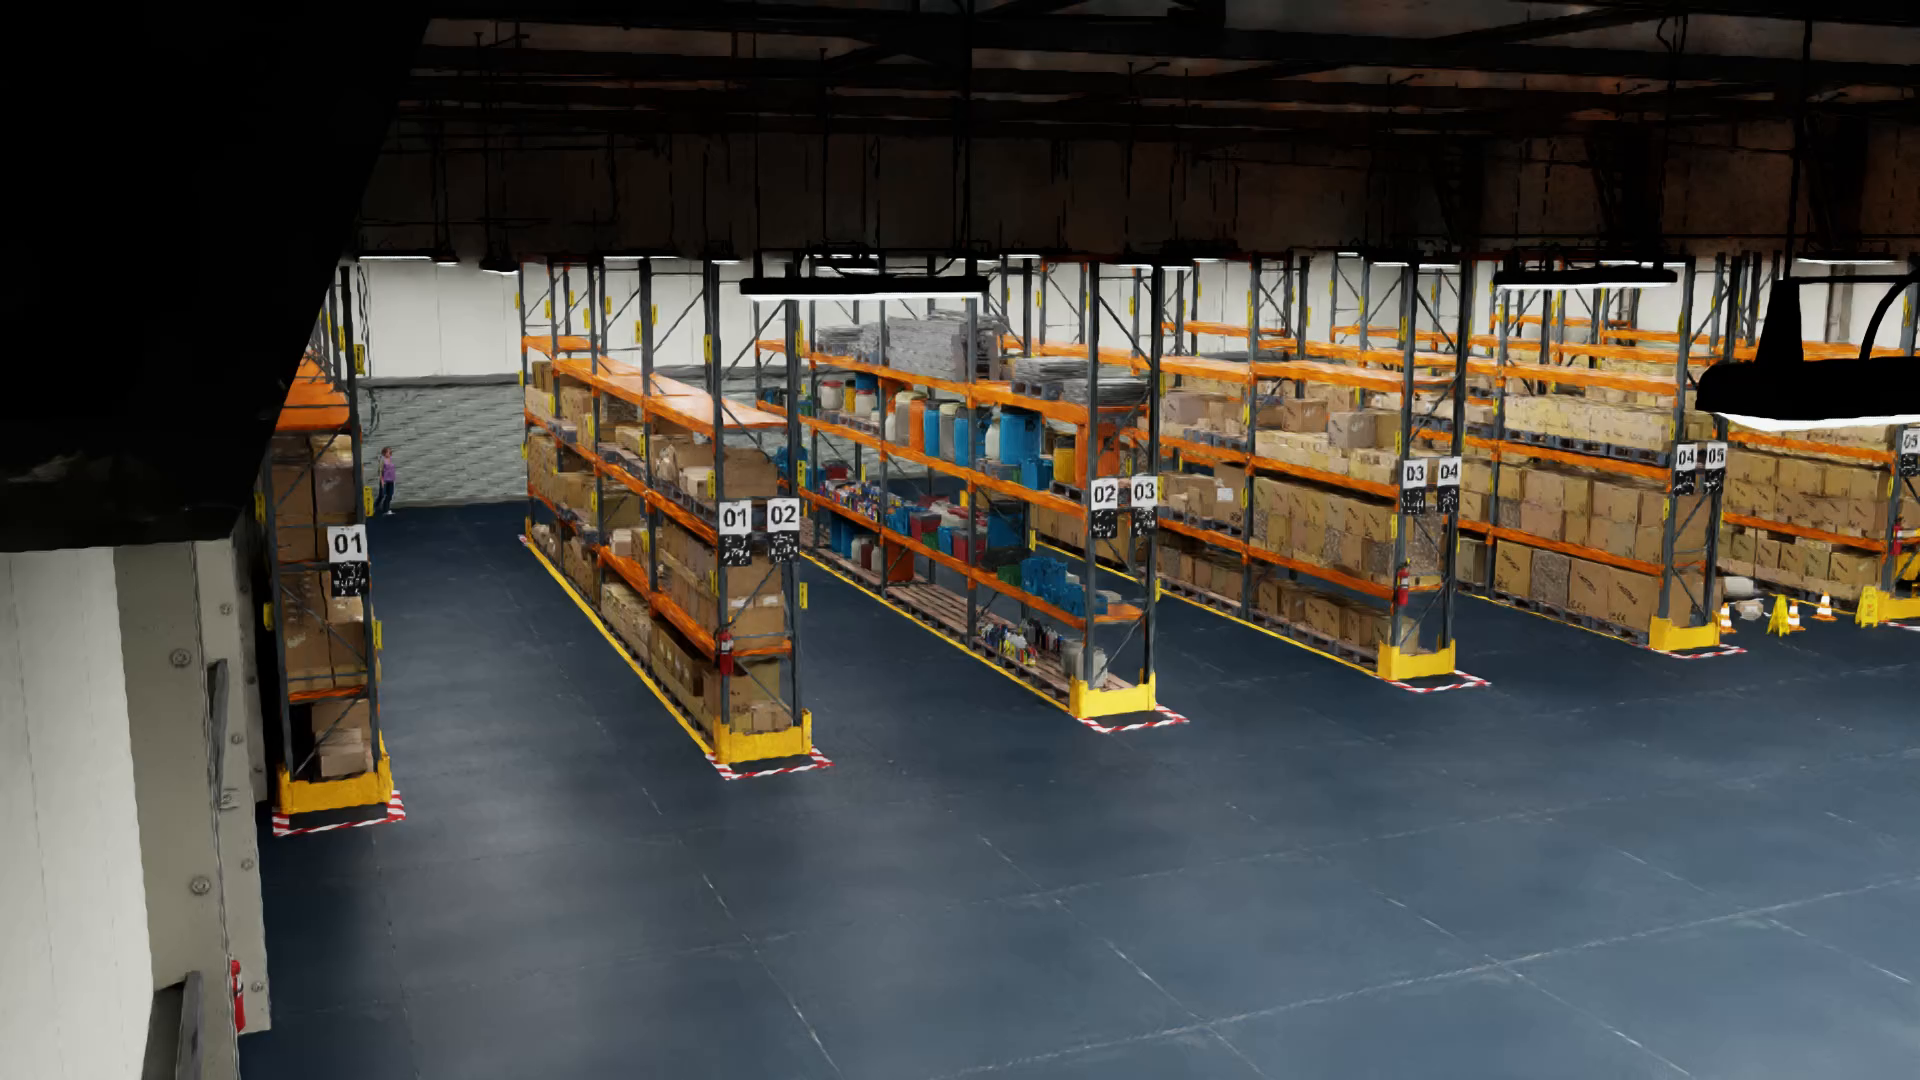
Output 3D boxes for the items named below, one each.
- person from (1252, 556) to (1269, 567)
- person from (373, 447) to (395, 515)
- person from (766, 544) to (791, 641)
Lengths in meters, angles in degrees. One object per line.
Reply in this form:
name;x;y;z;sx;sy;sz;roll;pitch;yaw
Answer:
person;5.719;-0.160;31.308;0.677;1.674;0.534;-5;11;-24
person;-13.191;-1.334;37.923;0.472;1.589;0.594;4;11;23
person;-2.999;0.802;26.132;0.630;1.604;0.811;-8;13;-39
